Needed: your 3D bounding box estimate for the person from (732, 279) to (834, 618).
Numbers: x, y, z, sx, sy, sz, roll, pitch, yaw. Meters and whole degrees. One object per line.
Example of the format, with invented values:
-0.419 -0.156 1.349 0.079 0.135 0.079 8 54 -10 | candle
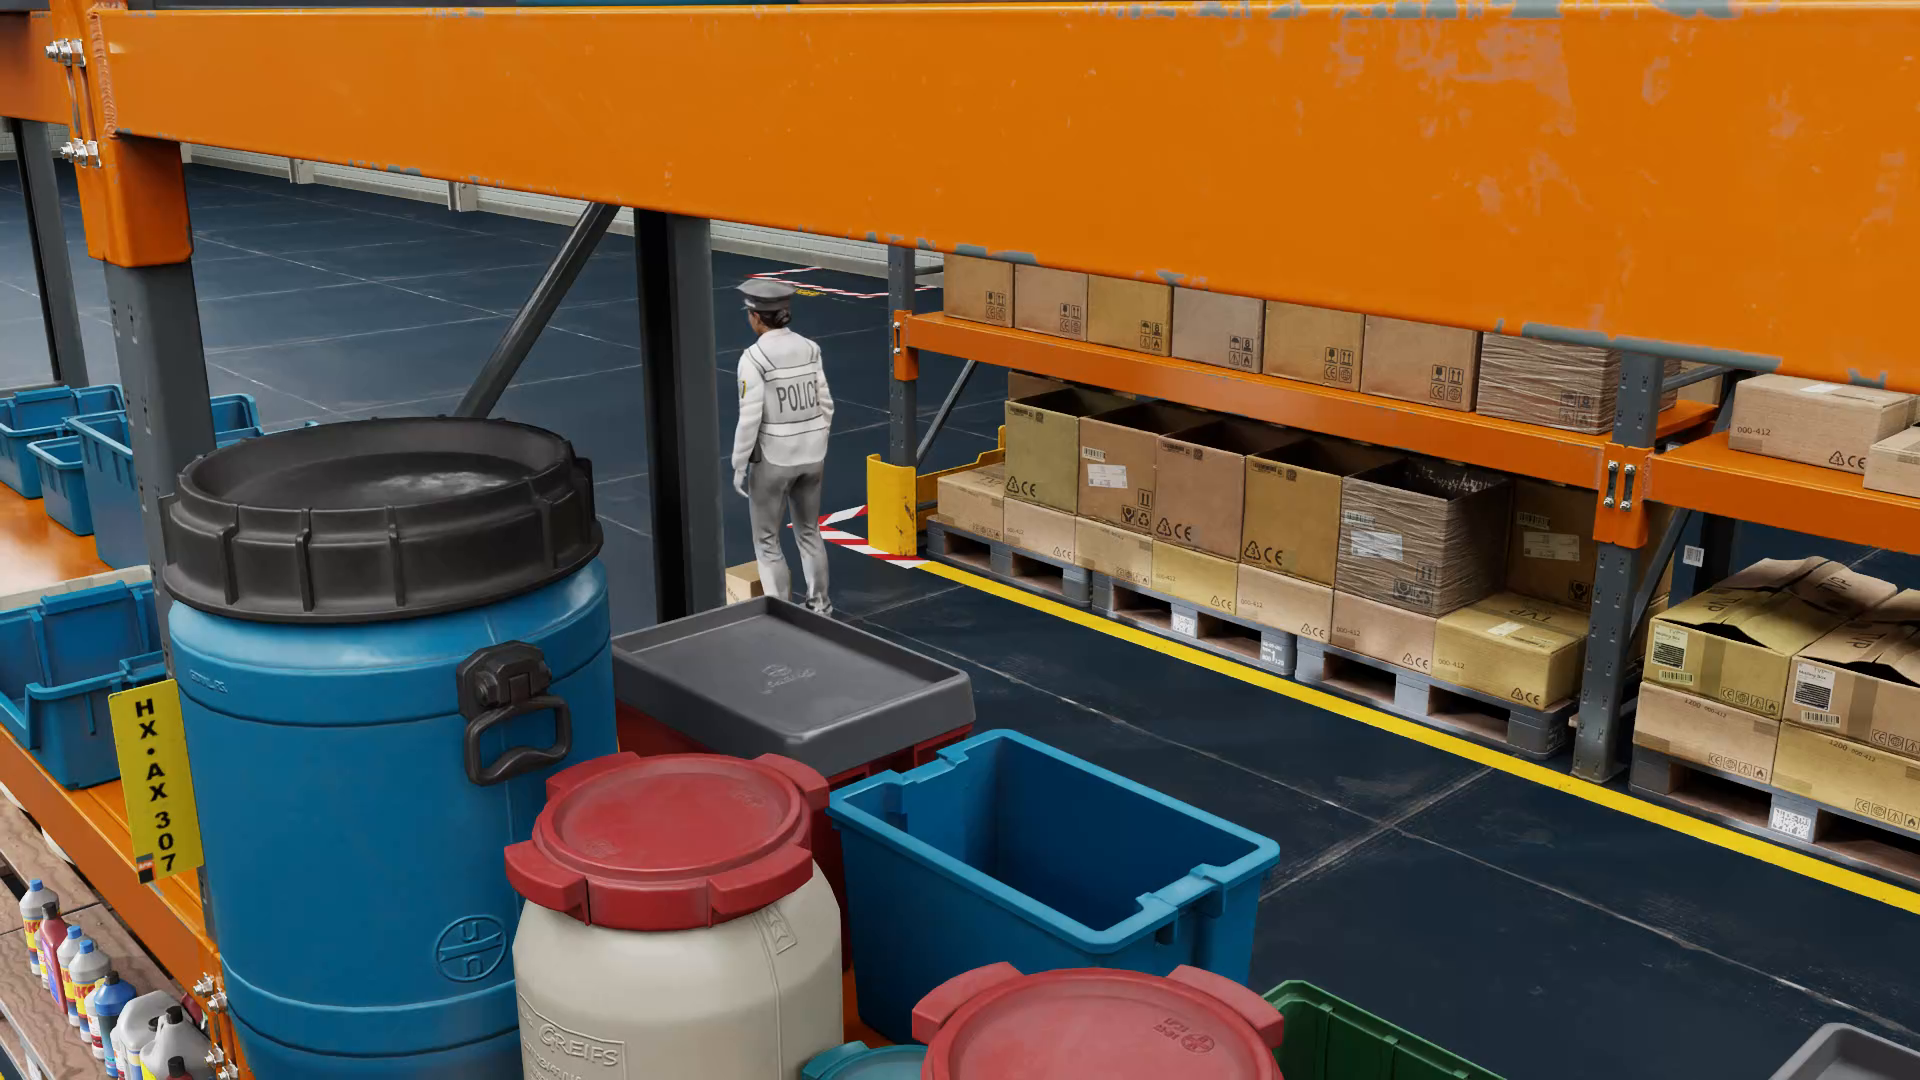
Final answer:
-0.816 -0.357 7.679 0.529 1.663 0.371 -16 23 -41 | person
